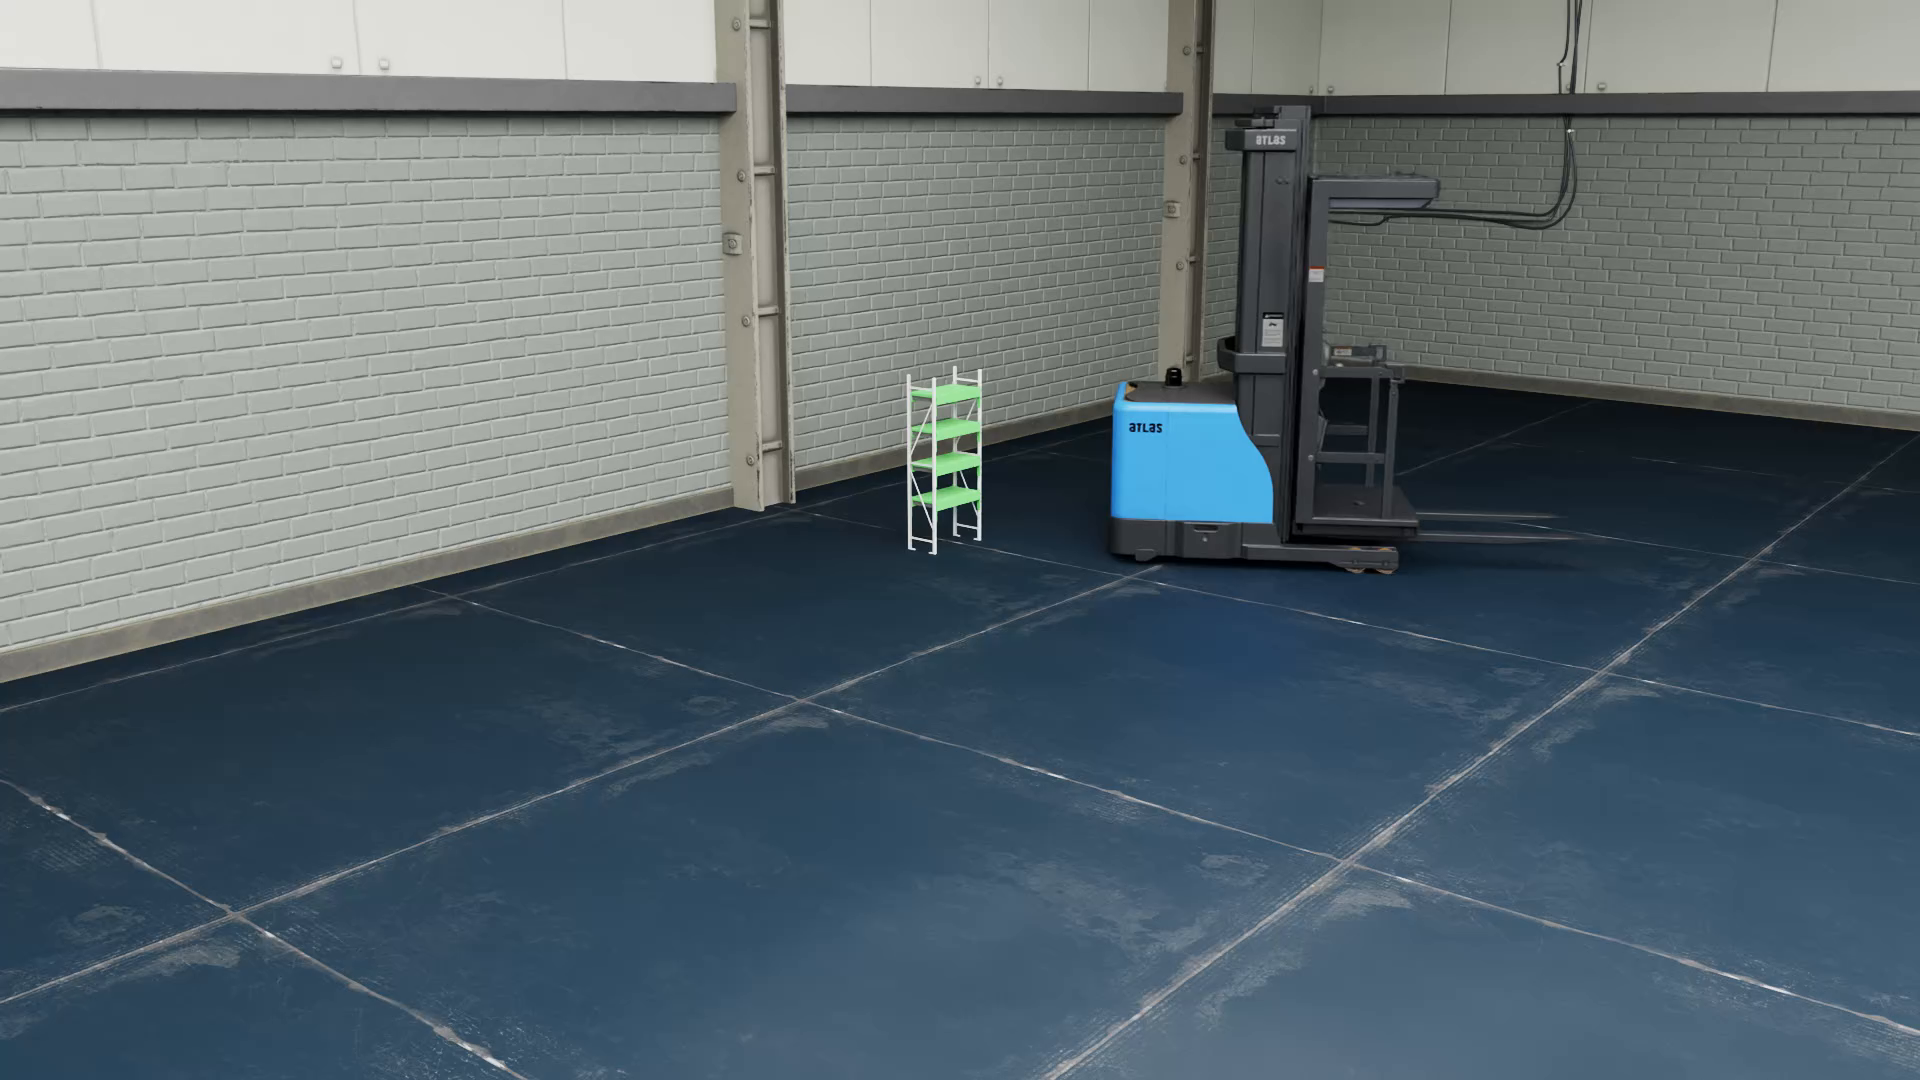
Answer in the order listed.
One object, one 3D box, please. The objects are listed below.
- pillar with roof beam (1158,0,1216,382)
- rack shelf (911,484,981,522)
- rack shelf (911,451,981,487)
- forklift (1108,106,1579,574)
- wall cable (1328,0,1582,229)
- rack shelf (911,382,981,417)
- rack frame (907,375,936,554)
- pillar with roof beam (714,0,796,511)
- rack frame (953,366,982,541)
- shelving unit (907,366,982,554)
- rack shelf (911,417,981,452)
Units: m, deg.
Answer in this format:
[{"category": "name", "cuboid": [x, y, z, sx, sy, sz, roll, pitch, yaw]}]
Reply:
[{"category": "pillar with roof beam", "cuboid": [5.620, -5.119, 13.498, 9.100, 9.000, 0.400, 11, 18, 38]}, {"category": "rack shelf", "cuboid": [-0.104, -0.255, 11.425, 0.258, 0.148, 0.480, 11, 18, 38]}, {"category": "rack shelf", "cuboid": [-0.104, -0.488, 11.366, 0.258, 0.148, 0.480, 11, 18, 38]}, {"category": "forklift", "cuboid": [2.541, -1.340, 10.944, 3.031, 2.935, 1.130, 2, 14, 7]}, {"category": "wall cable", "cuboid": [5.152, -4.640, 17.918, 3.097, 2.526, 0.112, 11, 18, 38]}, {"category": "rack shelf", "cuboid": [-0.104, -0.953, 11.248, 0.258, 0.148, 0.480, 11, 18, 38]}, {"category": "rack frame", "cuboid": [-0.257, -0.503, 11.166, 0.240, 1.200, 0.015, 11, 18, 38]}, {"category": "pillar with roof beam", "cuboid": [1.849, -3.970, 8.975, 9.100, 9.000, 0.400, 11, 18, 38]}, {"category": "rack frame", "cuboid": [0.049, -0.597, 11.534, 0.240, 1.200, 0.015, 11, 18, 38]}, {"category": "shelving unit", "cuboid": [-0.104, -0.550, 11.350, 0.258, 1.200, 0.503, 11, 18, 38]}, {"category": "rack shelf", "cuboid": [-0.104, -0.721, 11.307, 0.258, 0.148, 0.480, 11, 18, 38]}]
